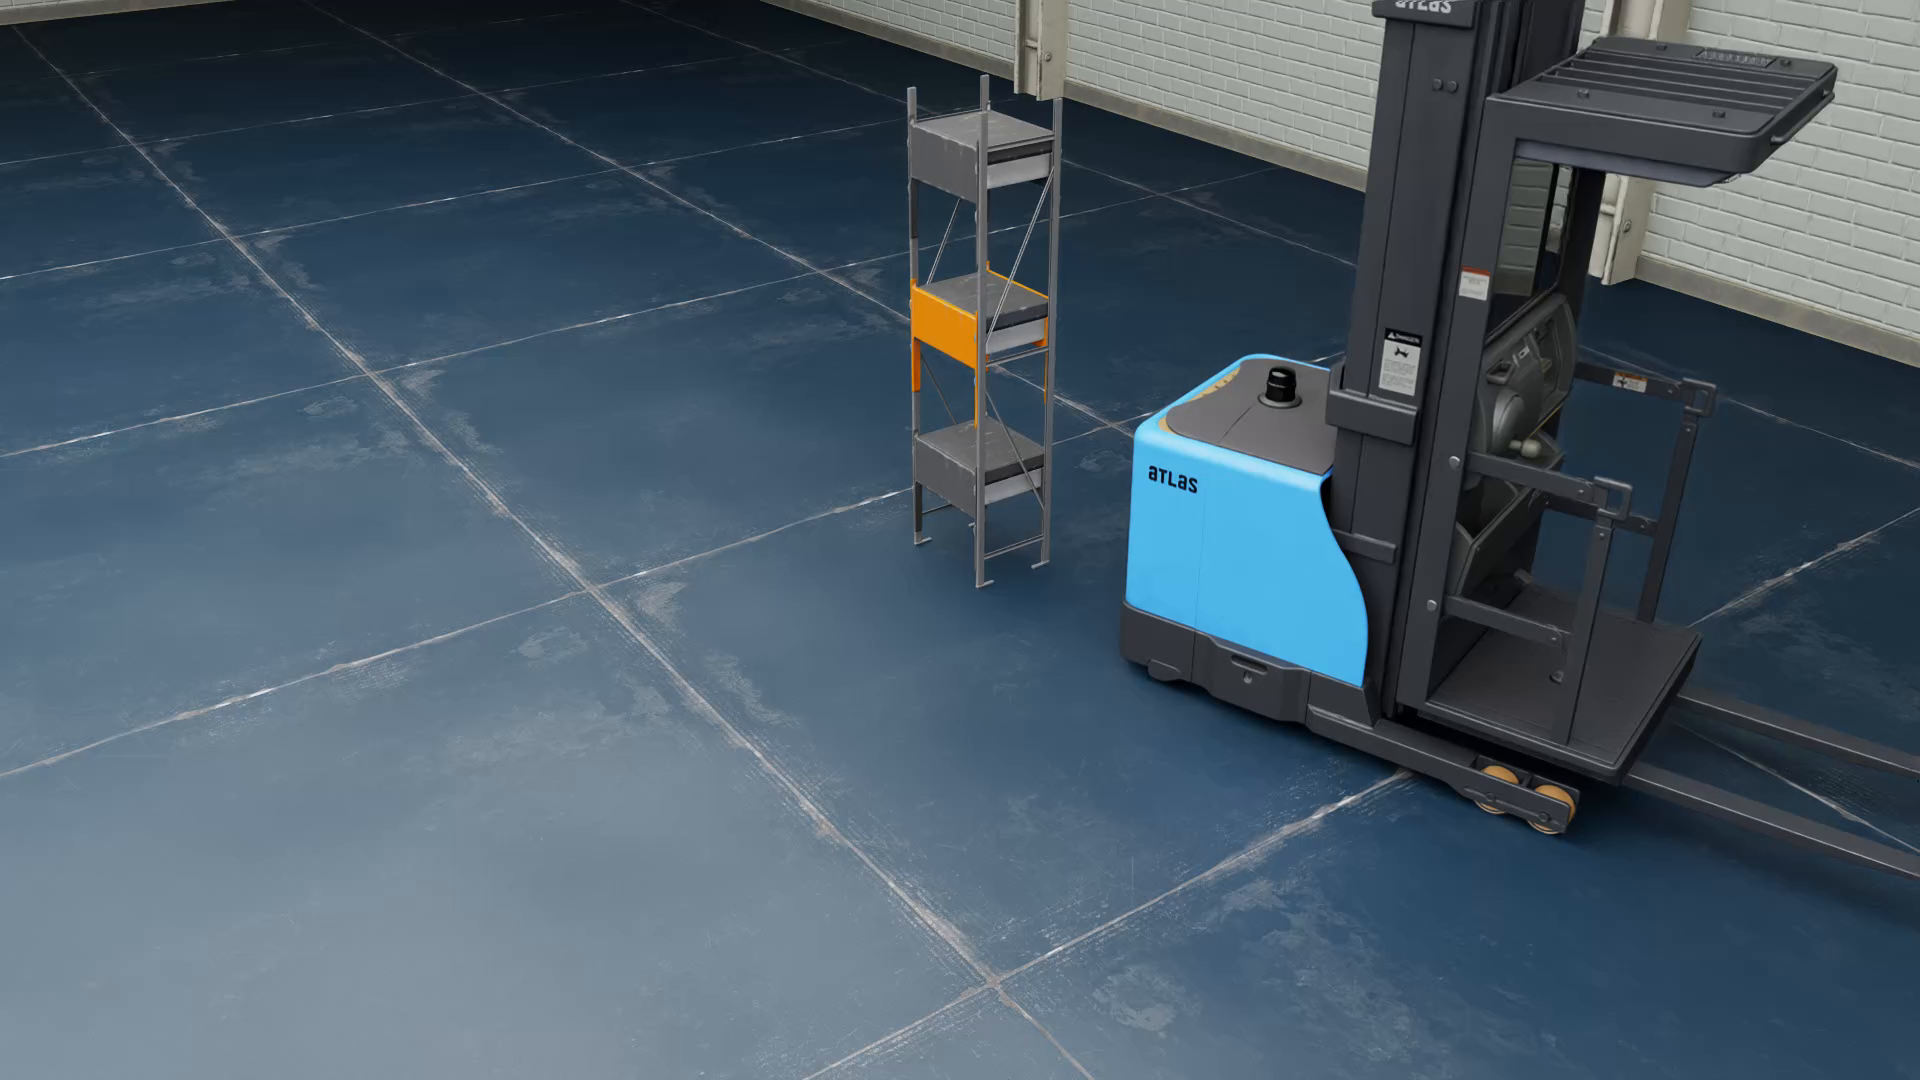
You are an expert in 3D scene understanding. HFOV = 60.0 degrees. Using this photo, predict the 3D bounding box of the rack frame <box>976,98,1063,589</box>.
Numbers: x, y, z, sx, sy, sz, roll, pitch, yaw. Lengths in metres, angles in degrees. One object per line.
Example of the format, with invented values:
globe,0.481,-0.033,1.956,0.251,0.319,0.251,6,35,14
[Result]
rack frame,0.238,-0.763,6.956,0.400,2.100,0.015,-19,34,-31

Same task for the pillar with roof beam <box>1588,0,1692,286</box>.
pillar with roof beam,0.708,-4.532,6.666,9.100,9.000,0.400,-19,34,-31

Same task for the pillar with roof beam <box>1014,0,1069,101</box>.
pillar with roof beam,-2.773,-6.864,10.961,9.100,9.000,0.400,-19,34,-31

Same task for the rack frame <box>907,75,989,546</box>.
rack frame,-0.046,-0.953,7.305,0.400,2.100,0.015,-19,34,-31

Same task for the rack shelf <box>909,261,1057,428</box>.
rack shelf,0.096,-0.846,7.137,0.431,0.518,0.480,-19,34,-31

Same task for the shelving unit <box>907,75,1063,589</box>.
shelving unit,0.096,-0.858,7.130,0.431,2.100,0.503,-19,34,-31

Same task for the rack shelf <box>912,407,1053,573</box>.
rack shelf,0.096,-0.231,7.471,0.431,0.518,0.480,-19,34,-31

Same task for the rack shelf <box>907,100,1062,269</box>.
rack shelf,0.096,-1.461,6.803,0.431,0.518,0.480,-19,34,-31

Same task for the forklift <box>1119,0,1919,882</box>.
forklift,2.139,-0.544,5.680,3.031,2.935,1.130,19,34,31
